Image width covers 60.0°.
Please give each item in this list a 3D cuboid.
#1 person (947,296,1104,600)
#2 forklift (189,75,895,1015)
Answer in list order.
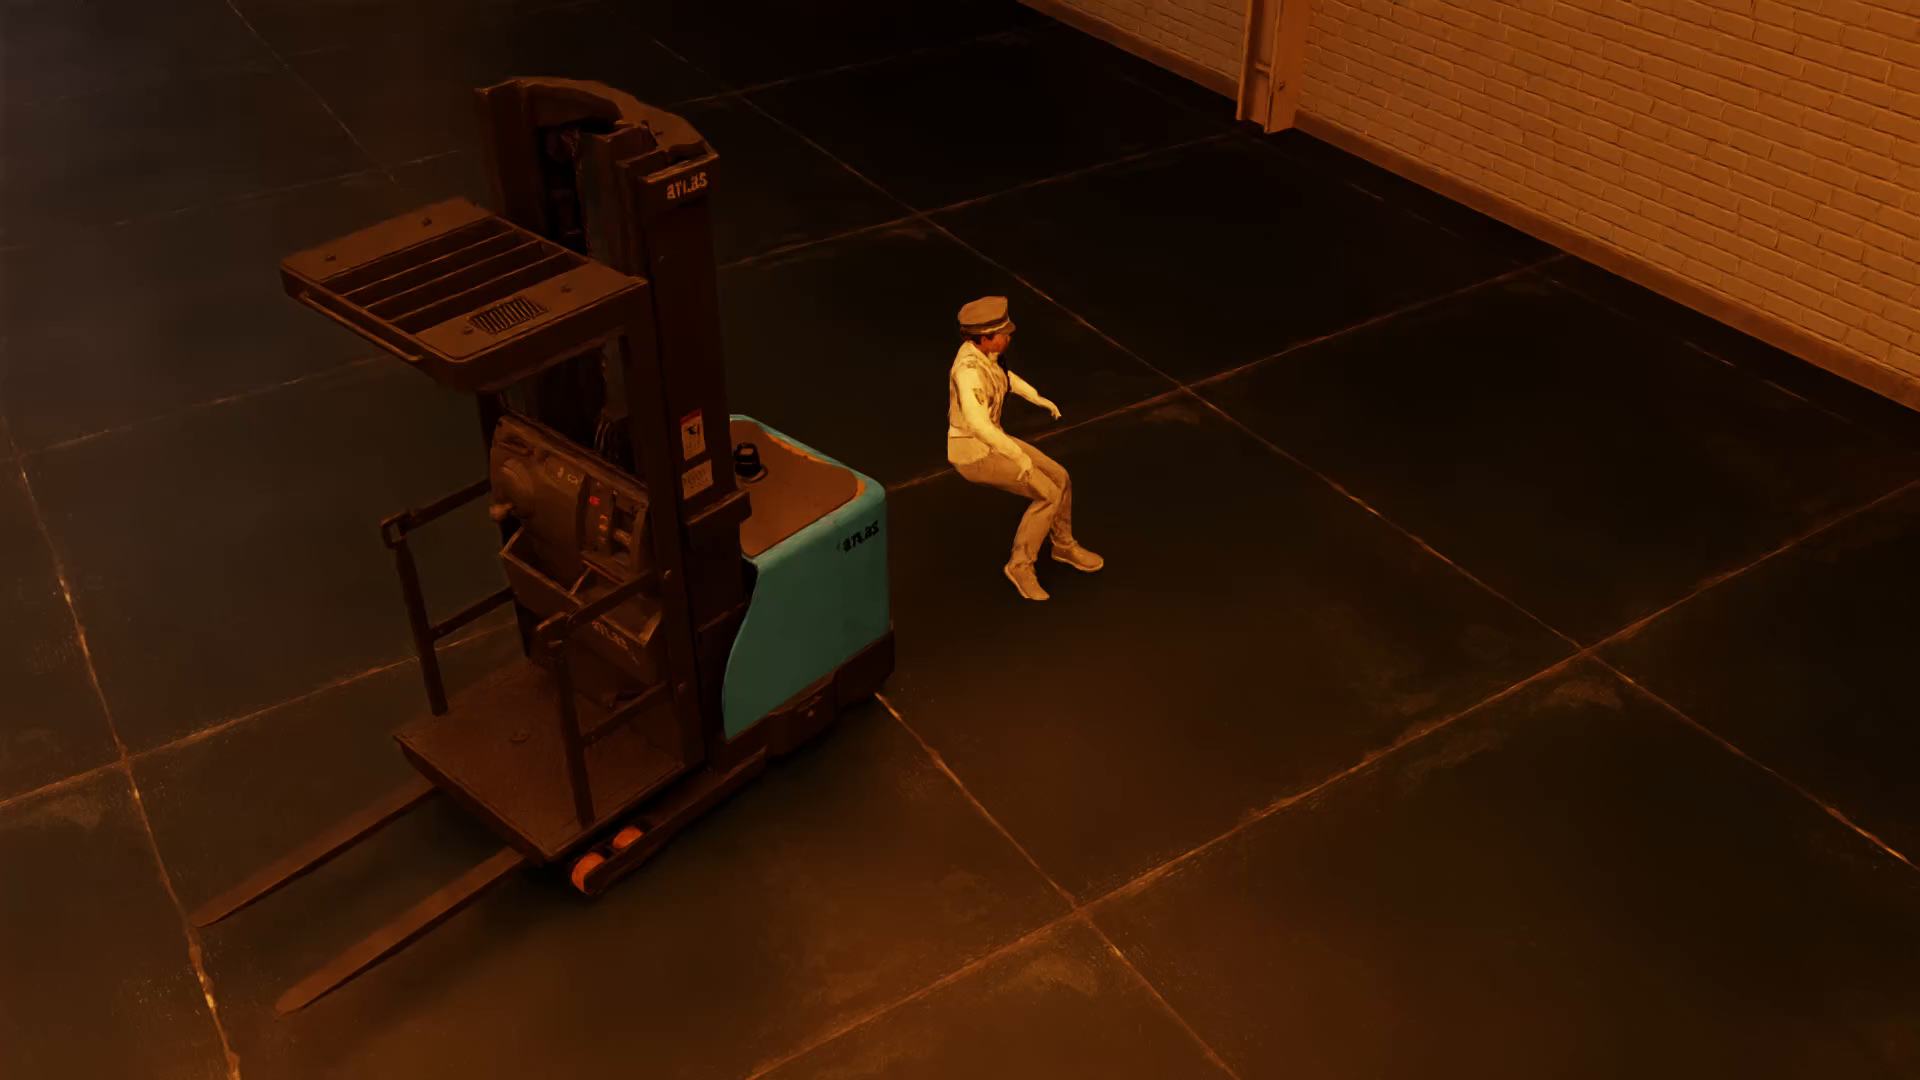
[{"bbox_3d":[0.337,-0.488,8.184,0.800,1.475,0.766,2,35,3],"label":"person"},{"bbox_3d":[-1.656,-0.107,6.301,1.130,2.935,3.031,27,43,33],"label":"forklift"}]
